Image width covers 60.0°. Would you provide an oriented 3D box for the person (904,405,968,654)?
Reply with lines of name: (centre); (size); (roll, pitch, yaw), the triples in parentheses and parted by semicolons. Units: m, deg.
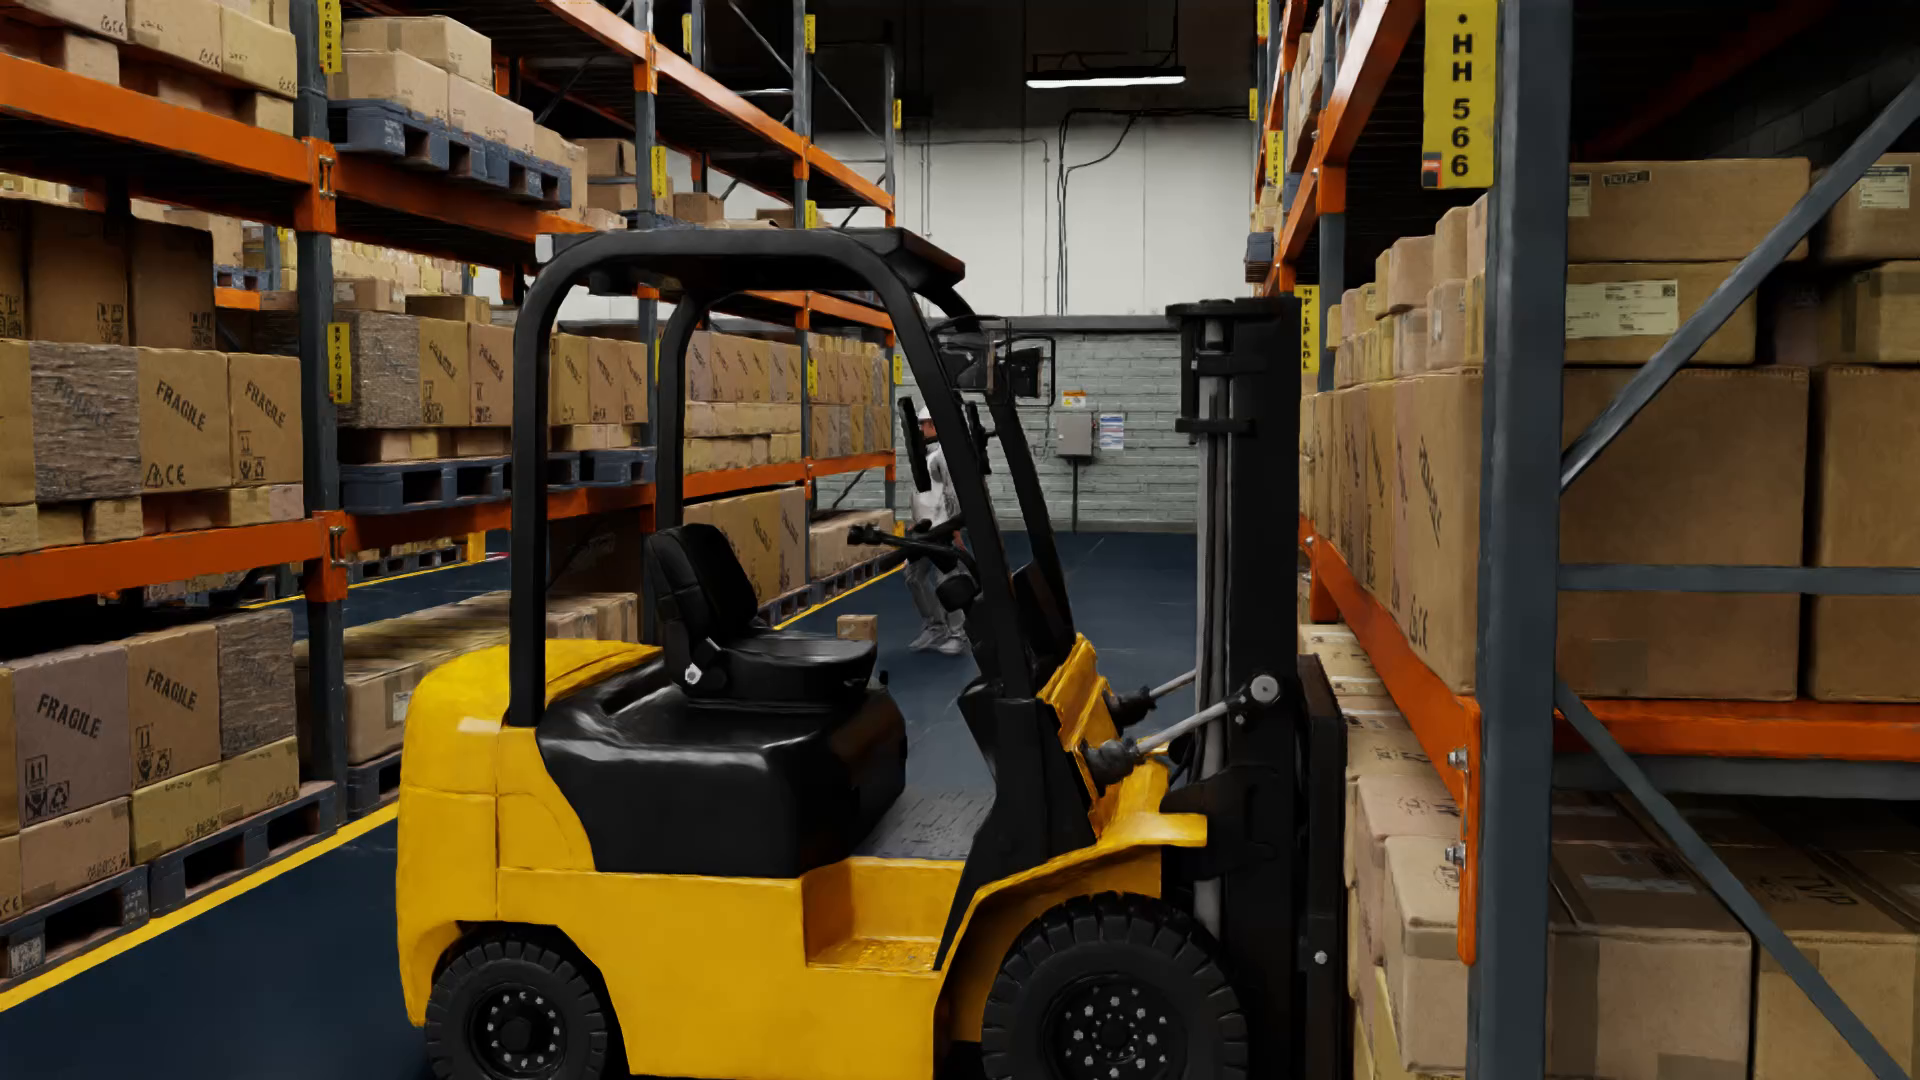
person: (-0.169, -0.087, 11.896); (0.386, 1.802, 0.630); (-2, 5, -19)
